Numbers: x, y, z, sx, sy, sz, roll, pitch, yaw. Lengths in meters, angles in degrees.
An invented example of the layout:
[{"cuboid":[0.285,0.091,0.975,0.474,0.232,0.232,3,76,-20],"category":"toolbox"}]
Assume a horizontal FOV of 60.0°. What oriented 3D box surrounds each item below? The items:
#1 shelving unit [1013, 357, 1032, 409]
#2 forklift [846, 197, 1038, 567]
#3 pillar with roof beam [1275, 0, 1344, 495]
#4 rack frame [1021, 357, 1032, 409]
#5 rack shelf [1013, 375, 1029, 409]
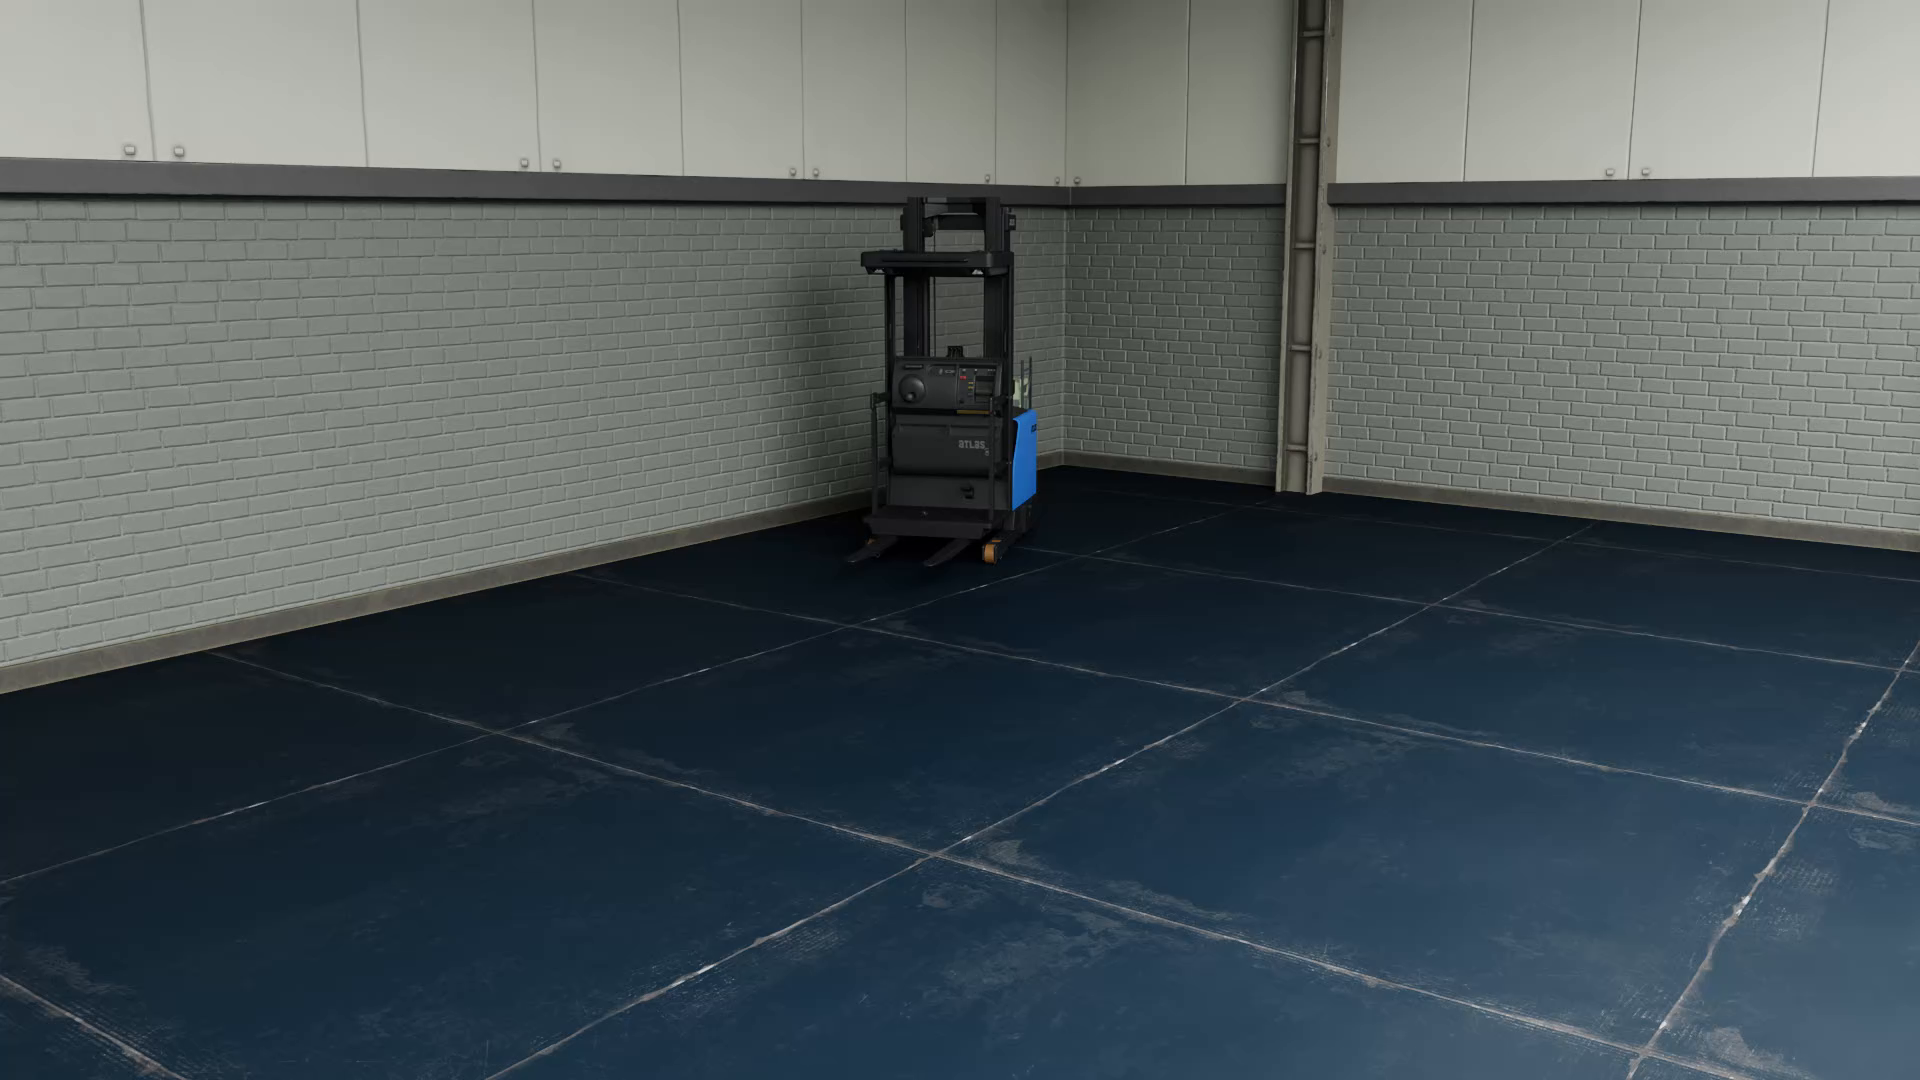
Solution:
[{"cuboid":[0.256,-0.947,15.474,0.755,1.500,0.431,3,11,14],"category":"shelving unit"},{"cuboid":[-0.158,-1.323,13.654,1.130,2.935,3.031,3,11,14],"category":"forklift"},{"cuboid":[0.947,-4.264,12.881,0.400,9.000,9.100,8,13,36],"category":"pillar with roof beam"},{"cuboid":[0.610,-0.929,15.384,0.023,1.500,0.400,3,11,14],"category":"rack frame"},{"cuboid":[0.256,-1.330,15.400,0.720,0.370,0.431,3,11,14],"category":"rack shelf"}]
